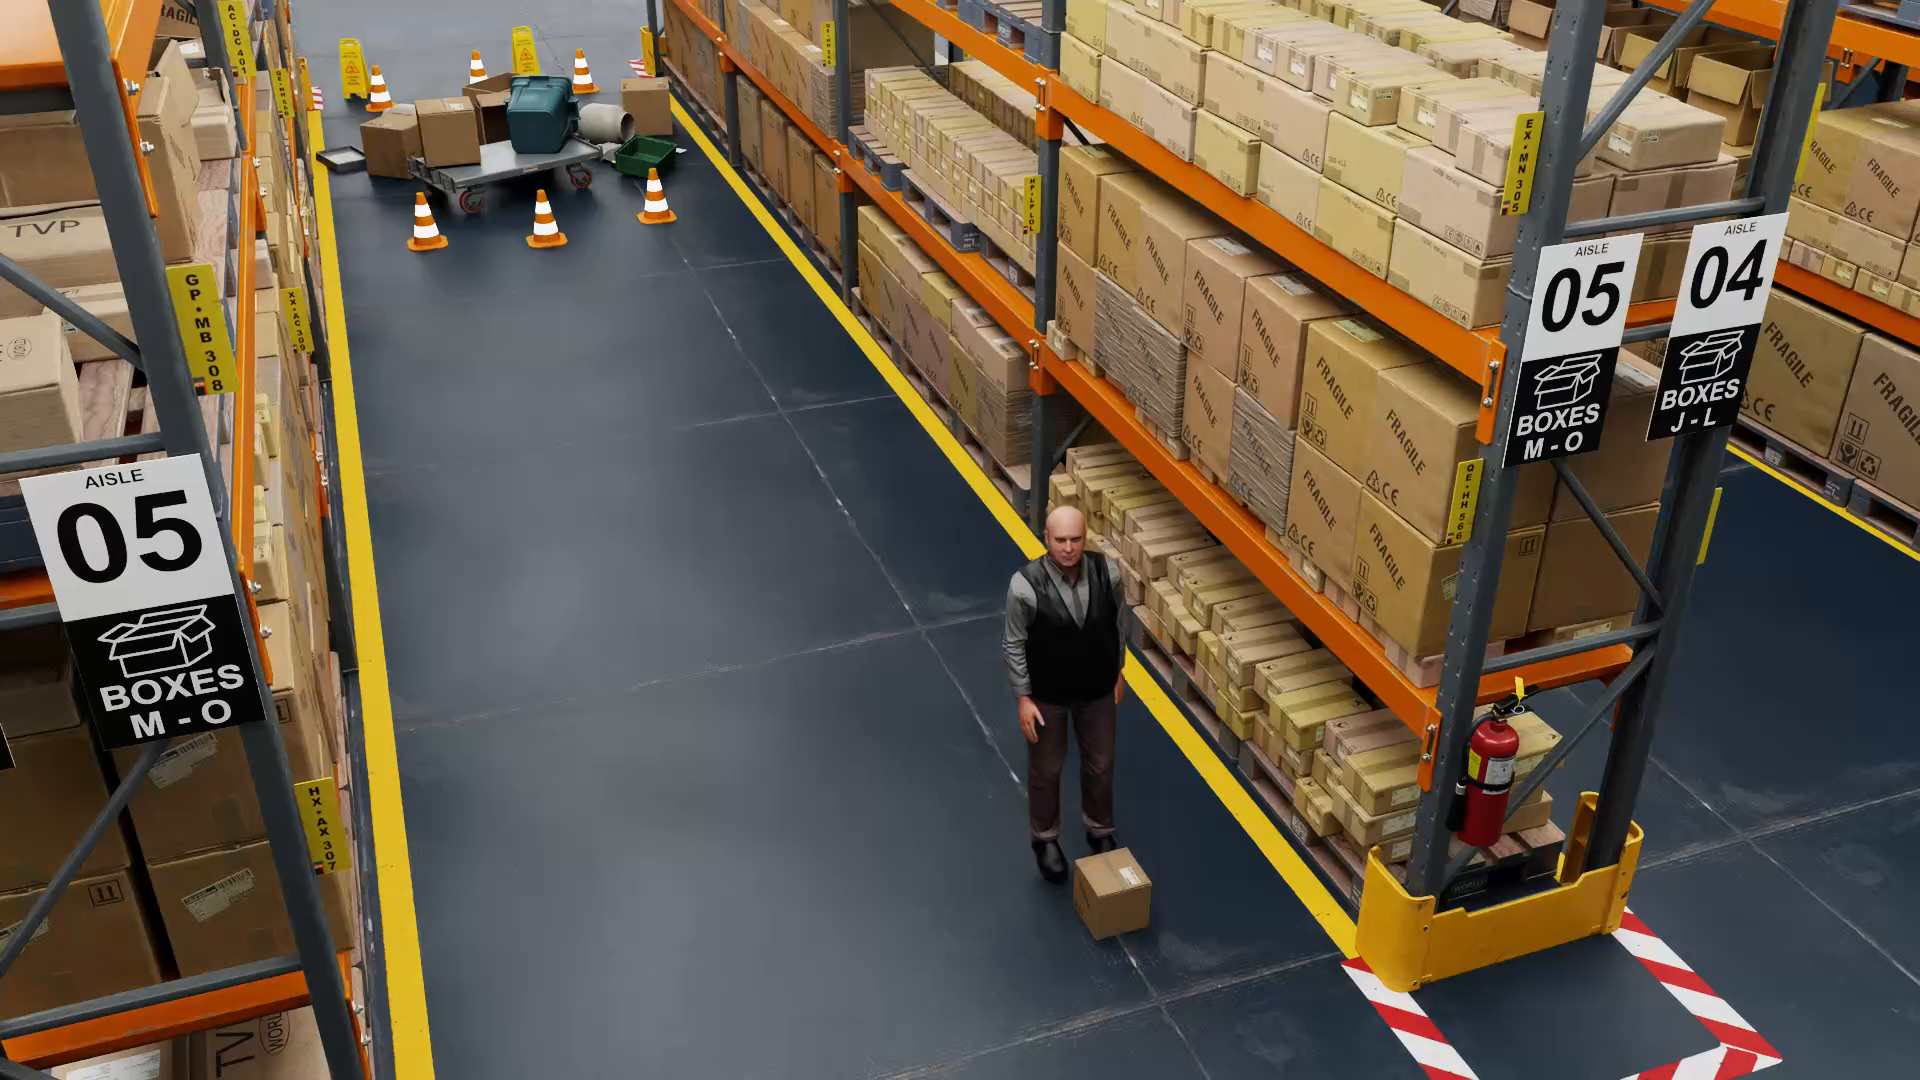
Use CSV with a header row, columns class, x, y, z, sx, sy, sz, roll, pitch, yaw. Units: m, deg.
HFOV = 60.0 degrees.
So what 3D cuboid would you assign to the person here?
class,x,y,z,sx,sy,sz,roll,pitch,yaw
person,0.491,0.666,7.171,0.551,1.740,0.411,-11,31,-18
